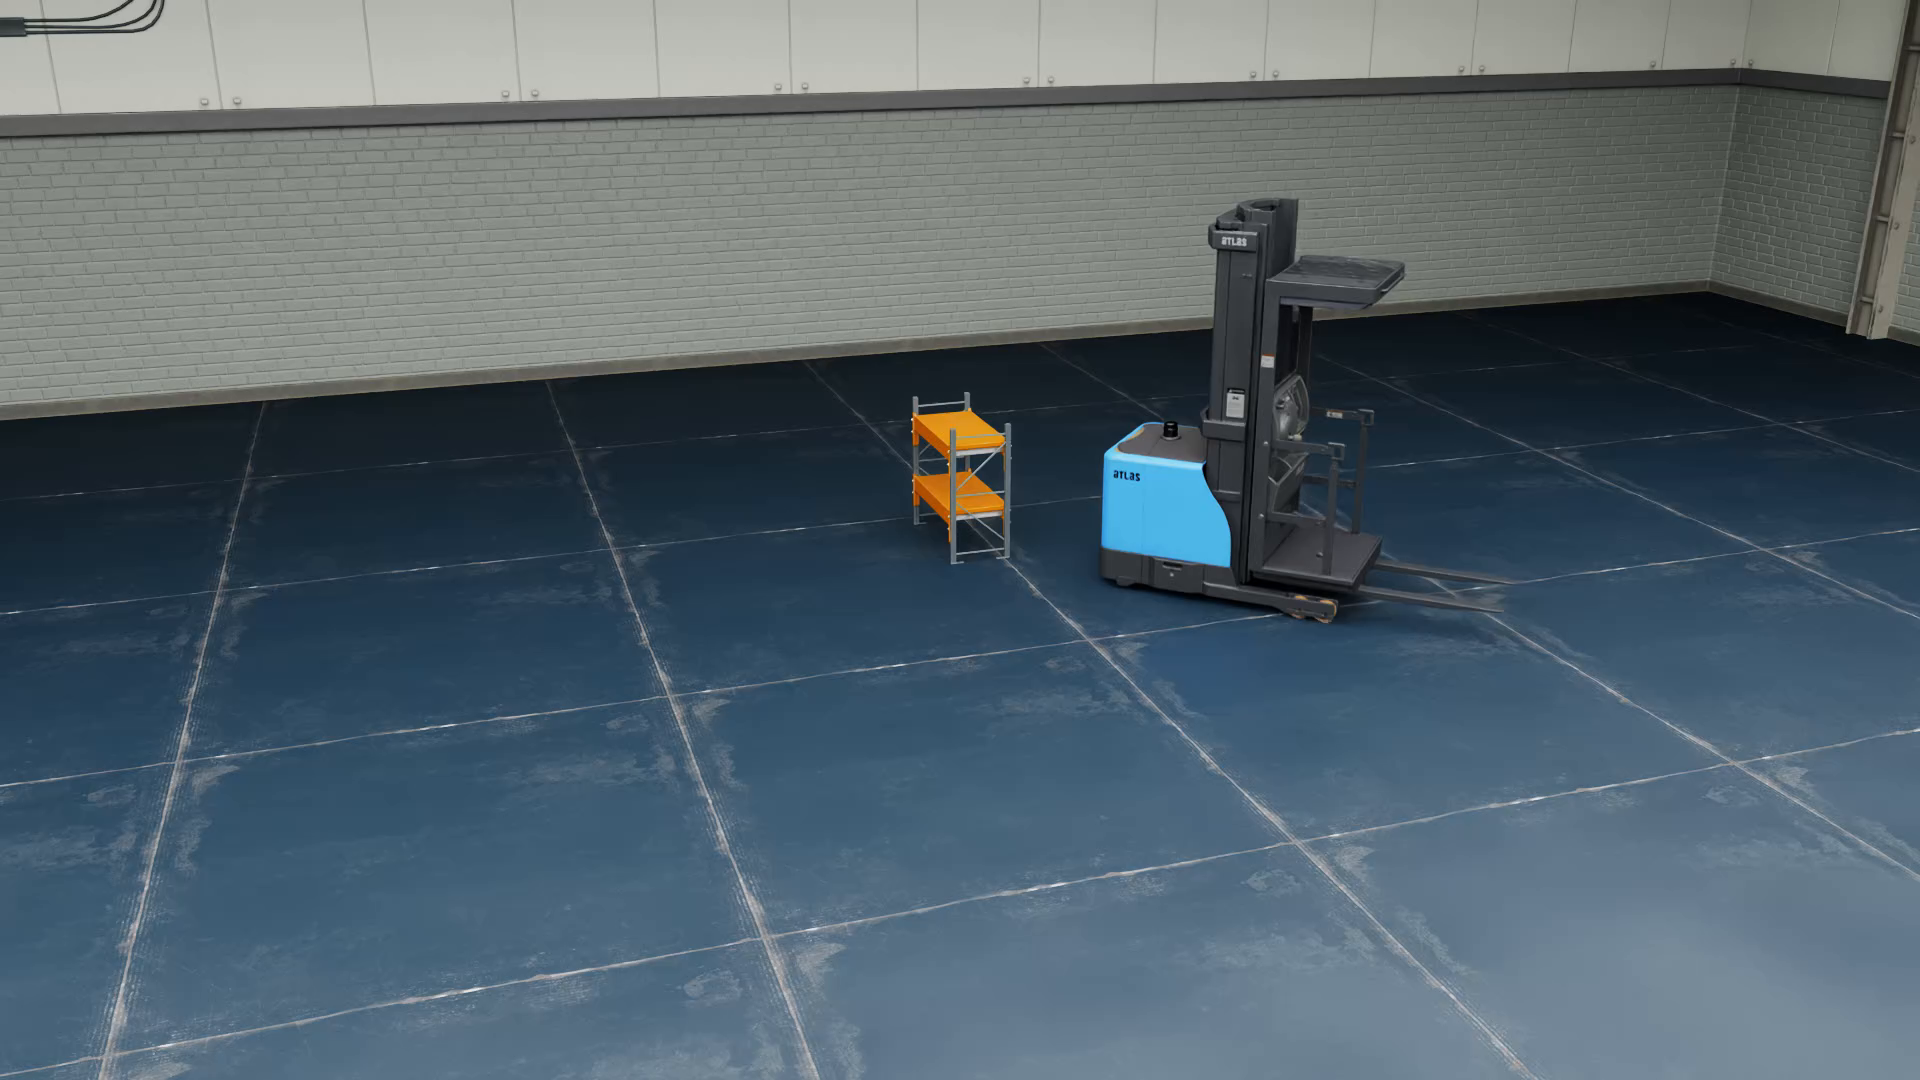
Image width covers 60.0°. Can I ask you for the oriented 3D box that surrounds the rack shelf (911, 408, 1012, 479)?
[{"bbox_3d":[0.002,-0.803,13.621,0.538,0.278,1.000,-6,21,-17],"label":"rack shelf"}]

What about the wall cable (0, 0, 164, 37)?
[{"bbox_3d":[-9.009,-7.187,15.582,2.305,6.003,0.169,-6,21,-17],"label":"wall cable"}]

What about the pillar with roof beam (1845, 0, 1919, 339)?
[{"bbox_3d":[7.461,-6.386,18.384,9.100,9.000,0.400,-6,21,-17],"label":"pillar with roof beam"}]

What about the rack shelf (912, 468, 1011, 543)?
[{"bbox_3d":[0.002,-0.297,13.803,0.538,0.278,1.000,-6,21,-17],"label":"rack shelf"}]

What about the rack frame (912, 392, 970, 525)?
[{"bbox_3d":[-0.158,-0.690,14.174,0.500,1.125,0.032,-6,21,-17],"label":"rack frame"}]

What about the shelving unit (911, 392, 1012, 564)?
[{"bbox_3d":[0.002,-0.527,13.720,0.538,1.125,1.048,-6,21,-17],"label":"shelving unit"}]

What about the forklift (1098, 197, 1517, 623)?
[{"bbox_3d":[2.639,-0.976,12.297,3.031,2.935,1.130,9,22,23],"label":"forklift"}]

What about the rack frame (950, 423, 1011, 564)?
[{"bbox_3d":[0.162,-0.364,13.266,0.500,1.125,0.032,-6,21,-17],"label":"rack frame"}]
